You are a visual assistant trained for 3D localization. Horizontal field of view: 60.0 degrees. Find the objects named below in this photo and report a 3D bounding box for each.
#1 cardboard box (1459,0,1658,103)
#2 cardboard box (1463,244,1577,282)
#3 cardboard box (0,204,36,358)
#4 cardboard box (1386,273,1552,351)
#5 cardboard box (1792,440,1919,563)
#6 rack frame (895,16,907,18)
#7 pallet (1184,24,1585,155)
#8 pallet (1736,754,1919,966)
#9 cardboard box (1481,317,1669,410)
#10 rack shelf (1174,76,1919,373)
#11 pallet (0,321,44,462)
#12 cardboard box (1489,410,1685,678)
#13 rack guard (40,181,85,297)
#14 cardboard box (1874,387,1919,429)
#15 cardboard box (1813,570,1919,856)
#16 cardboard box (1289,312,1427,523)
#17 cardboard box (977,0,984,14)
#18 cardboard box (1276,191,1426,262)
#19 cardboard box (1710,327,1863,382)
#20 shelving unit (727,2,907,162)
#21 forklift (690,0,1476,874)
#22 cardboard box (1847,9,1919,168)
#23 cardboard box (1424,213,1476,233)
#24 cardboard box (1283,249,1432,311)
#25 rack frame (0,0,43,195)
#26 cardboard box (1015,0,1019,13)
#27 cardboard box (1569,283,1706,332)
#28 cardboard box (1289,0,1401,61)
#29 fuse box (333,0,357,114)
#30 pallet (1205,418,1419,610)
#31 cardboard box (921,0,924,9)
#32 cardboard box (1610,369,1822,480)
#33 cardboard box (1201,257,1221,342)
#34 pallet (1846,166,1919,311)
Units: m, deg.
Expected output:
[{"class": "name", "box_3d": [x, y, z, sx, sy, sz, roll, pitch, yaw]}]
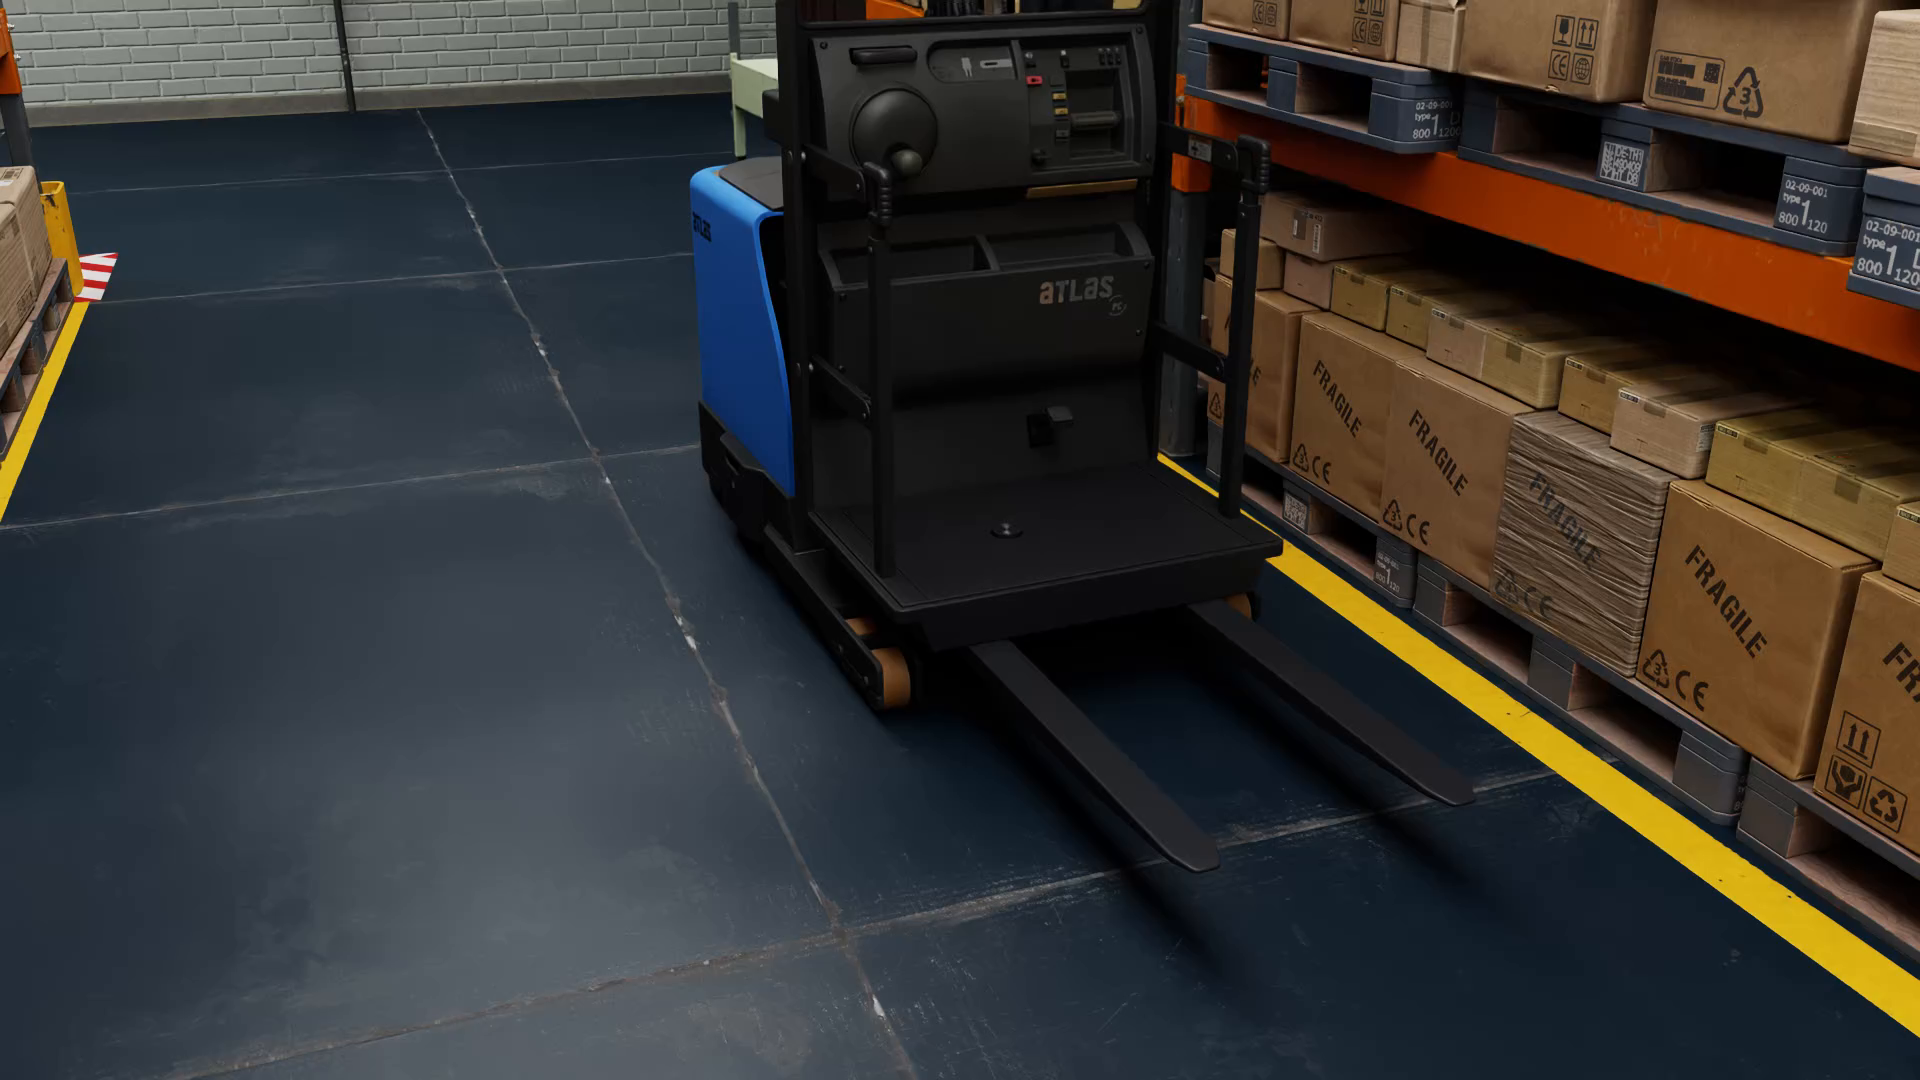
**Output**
[{"class": "cardboard box", "box_3d": [1.622, -1.316, 3.840, 0.700, 0.500, 0.500, -8, 24, -19]}, {"class": "cardboard box", "box_3d": [1.791, -0.820, 5.177, 0.380, 0.149, 0.250, -8, 24, -18]}, {"class": "cardboard box", "box_3d": [-4.198, -0.982, 6.477, 0.875, 0.438, 0.875, -8, 24, -18]}, {"class": "cardboard box", "box_3d": [1.459, -0.650, 4.773, 0.380, 0.149, 0.250, -9, 24, -20]}, {"class": "cardboard box", "box_3d": [1.973, -0.087, 3.436, 0.380, 0.149, 0.250, -8, 24, -17]}, {"class": "rack frame", "box_3d": [-0.362, -1.009, 5.711, 0.400, 1.500, 0.023, -9, 25, -21]}, {"class": "pallet", "box_3d": [1.380, -1.362, 4.867, 1.003, 0.211, 1.213, -8, 24, -19]}, {"class": "pallet", "box_3d": [2.384, 0.706, 3.304, 1.003, 0.211, 1.213, -8, 24, -19]}, {"class": "cardboard box", "box_3d": [1.598, -0.464, 4.331, 0.380, 0.149, 0.250, -7, 24, -17]}, {"class": "rack shelf", "box_3d": [1.906, -0.698, 3.970, 1.077, 0.370, 4.000, -8, 24, -19]}, {"class": "pallet", "box_3d": [-4.073, -0.520, 6.211, 1.003, 0.211, 1.213, -8, 24, -19]}, {"class": "cardboard box", "box_3d": [1.707, -0.028, 4.131, 0.500, 0.500, 0.500, -9, 25, -21]}, {"class": "rack guard", "box_3d": [-4.864, -1.384, 7.890, 1.175, 0.500, 0.348, -8, 24, -19]}, {"class": "cardboard box", "box_3d": [2.342, -0.255, 3.835, 0.380, 0.149, 0.250, -9, 24, -20]}, {"class": "cardboard box", "box_3d": [2.095, 0.348, 3.239, 0.500, 0.500, 0.500, -9, 24, -20]}, {"class": "cardboard box", "box_3d": [1.357, -0.399, 5.012, 0.500, 0.500, 0.500, -9, 24, -20]}, {"class": "cardboard box", "box_3d": [0.167, -2.369, 7.332, 0.380, 0.149, 0.250, -8, 24, -18]}, {"class": "cardboard box", "box_3d": [1.214, -0.979, 5.170, 0.380, 0.149, 0.250, -10, 25, -22]}, {"class": "cardboard box", "box_3d": [2.158, -0.442, 4.279, 0.380, 0.149, 0.250, -9, 25, -21]}, {"class": "shelving unit", "box_3d": [-0.505, -1.139, 6.022, 0.431, 1.500, 0.755, -9, 25, -21]}, {"class": "forklift", "box_3d": [0.164, -1.103, 4.094, 1.130, 2.935, 3.031, -9, 25, -21]}, {"class": "cardboard box", "box_3d": [1.937, -0.766, 2.858, 0.500, 0.250, 0.500, -10, 25, -21]}, {"class": "cardboard box", "box_3d": [1.600, -1.002, 5.609, 0.380, 0.149, 0.250, -9, 25, -21]}, {"class": "cardboard box", "box_3d": [1.248, -0.840, 5.223, 0.380, 0.149, 0.250, -9, 24, -20]}, {"class": "rack frame", "box_3d": [-4.856, -2.527, 7.384, 1.000, 3.000, 0.127, -8, 24, -19]}, {"class": "cardboard box", "box_3d": [0.440, -2.092, 6.675, 0.380, 0.149, 0.250, -9, 24, -20]}, {"class": "cardboard box", "box_3d": [1.953, -0.624, 4.710, 0.380, 0.149, 0.250, -8, 24, -18]}, {"class": "cardboard box", "box_3d": [1.344, -1.601, 4.517, 0.700, 0.500, 0.500, -8, 24, -18]}, {"class": "fuse box", "box_3d": [-4.853, -4.214, 13.045, 0.539, 1.711, 0.414, -8, 24, -19]}, {"class": "pallet", "box_3d": [1.522, -0.181, 5.407, 1.003, 0.211, 1.213, -8, 24, -19]}, {"class": "cardboard box", "box_3d": [0.036, -2.564, 7.794, 0.380, 0.149, 0.250, -8, 24, -18]}, {"class": "cardboard box", "box_3d": [1.759, -0.274, 3.879, 0.380, 0.149, 0.250, -10, 25, -22]}, {"class": "cardboard box", "box_3d": [1.187, -0.983, 6.641, 0.500, 0.311, 0.500, -7, 24, -17]}, {"class": "pallet", "box_3d": [2.308, -0.451, 2.705, 1.213, 0.211, 1.003, -8, 24, -19]}]
